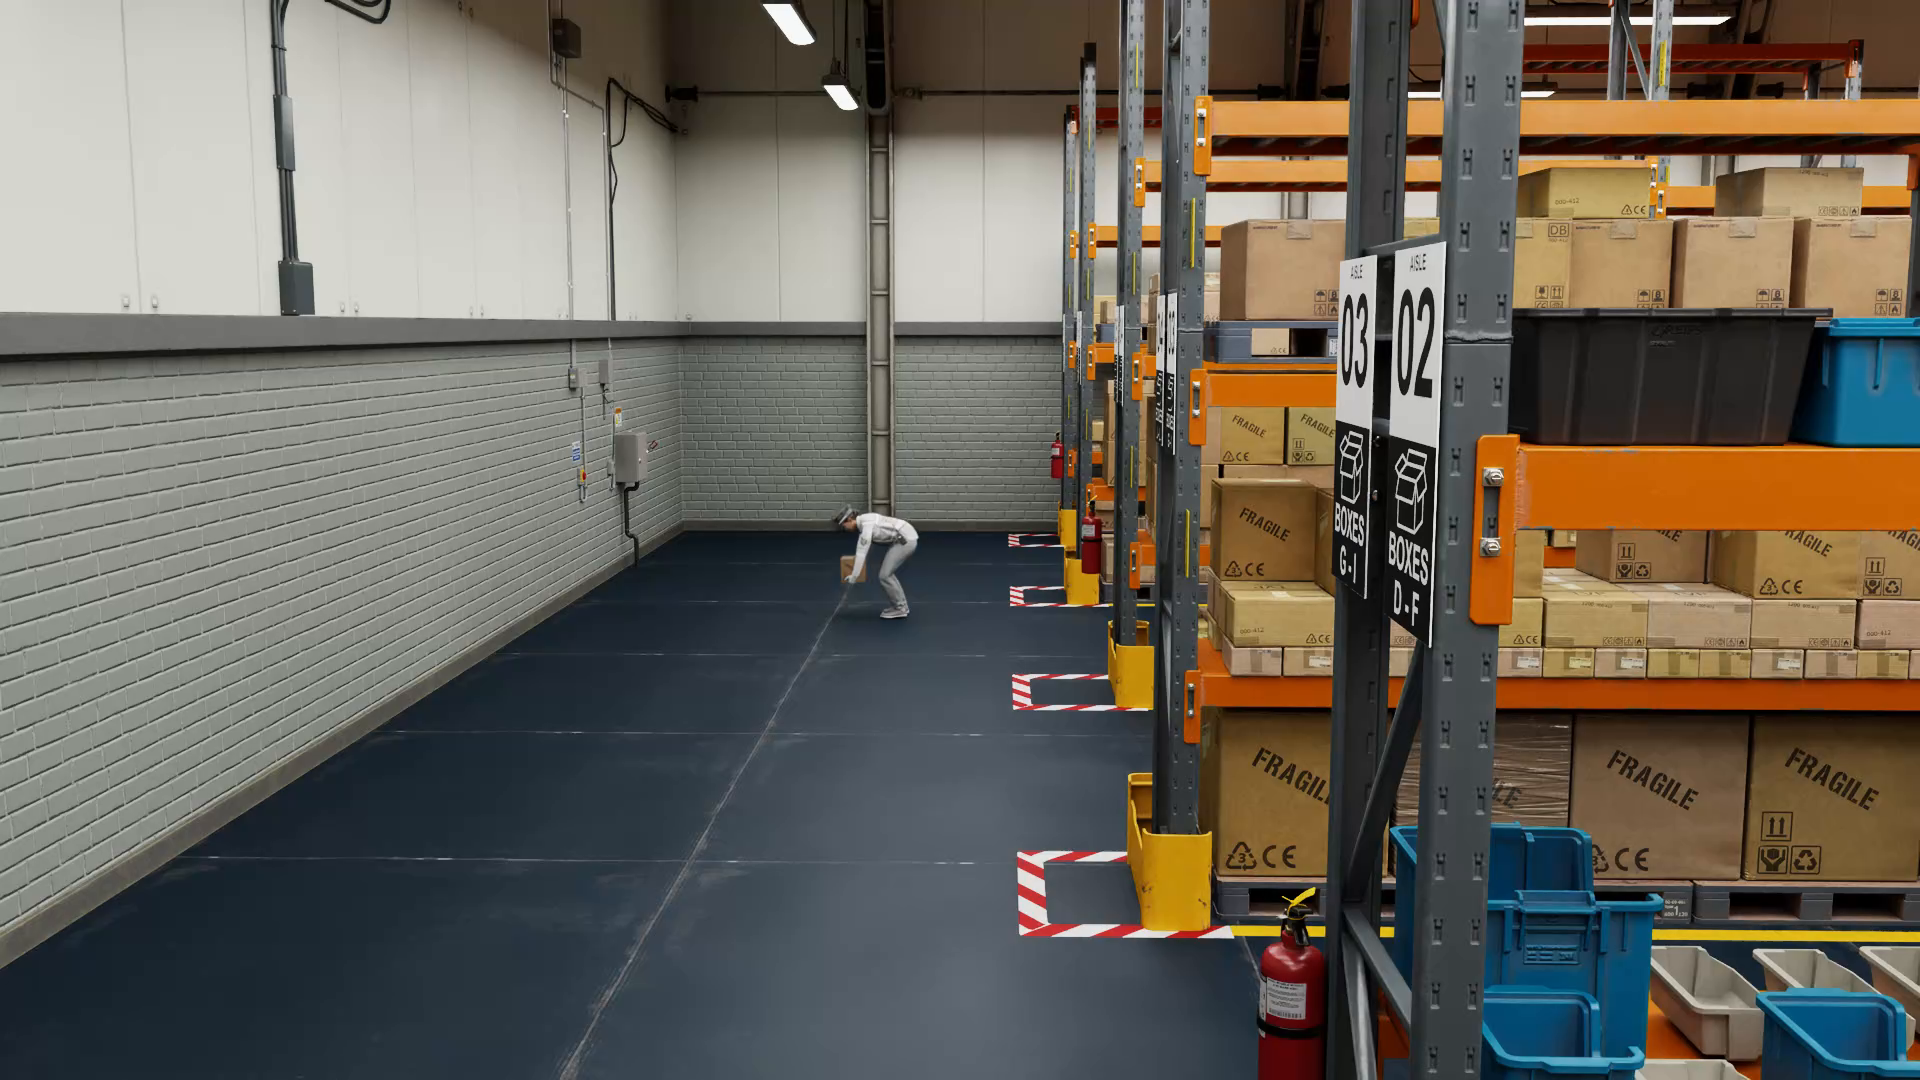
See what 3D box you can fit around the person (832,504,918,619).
[{"bbox_3d":[-0.887,0.216,17.461,0.908,1.192,0.432,0,7,-1],"label":"person"}]
